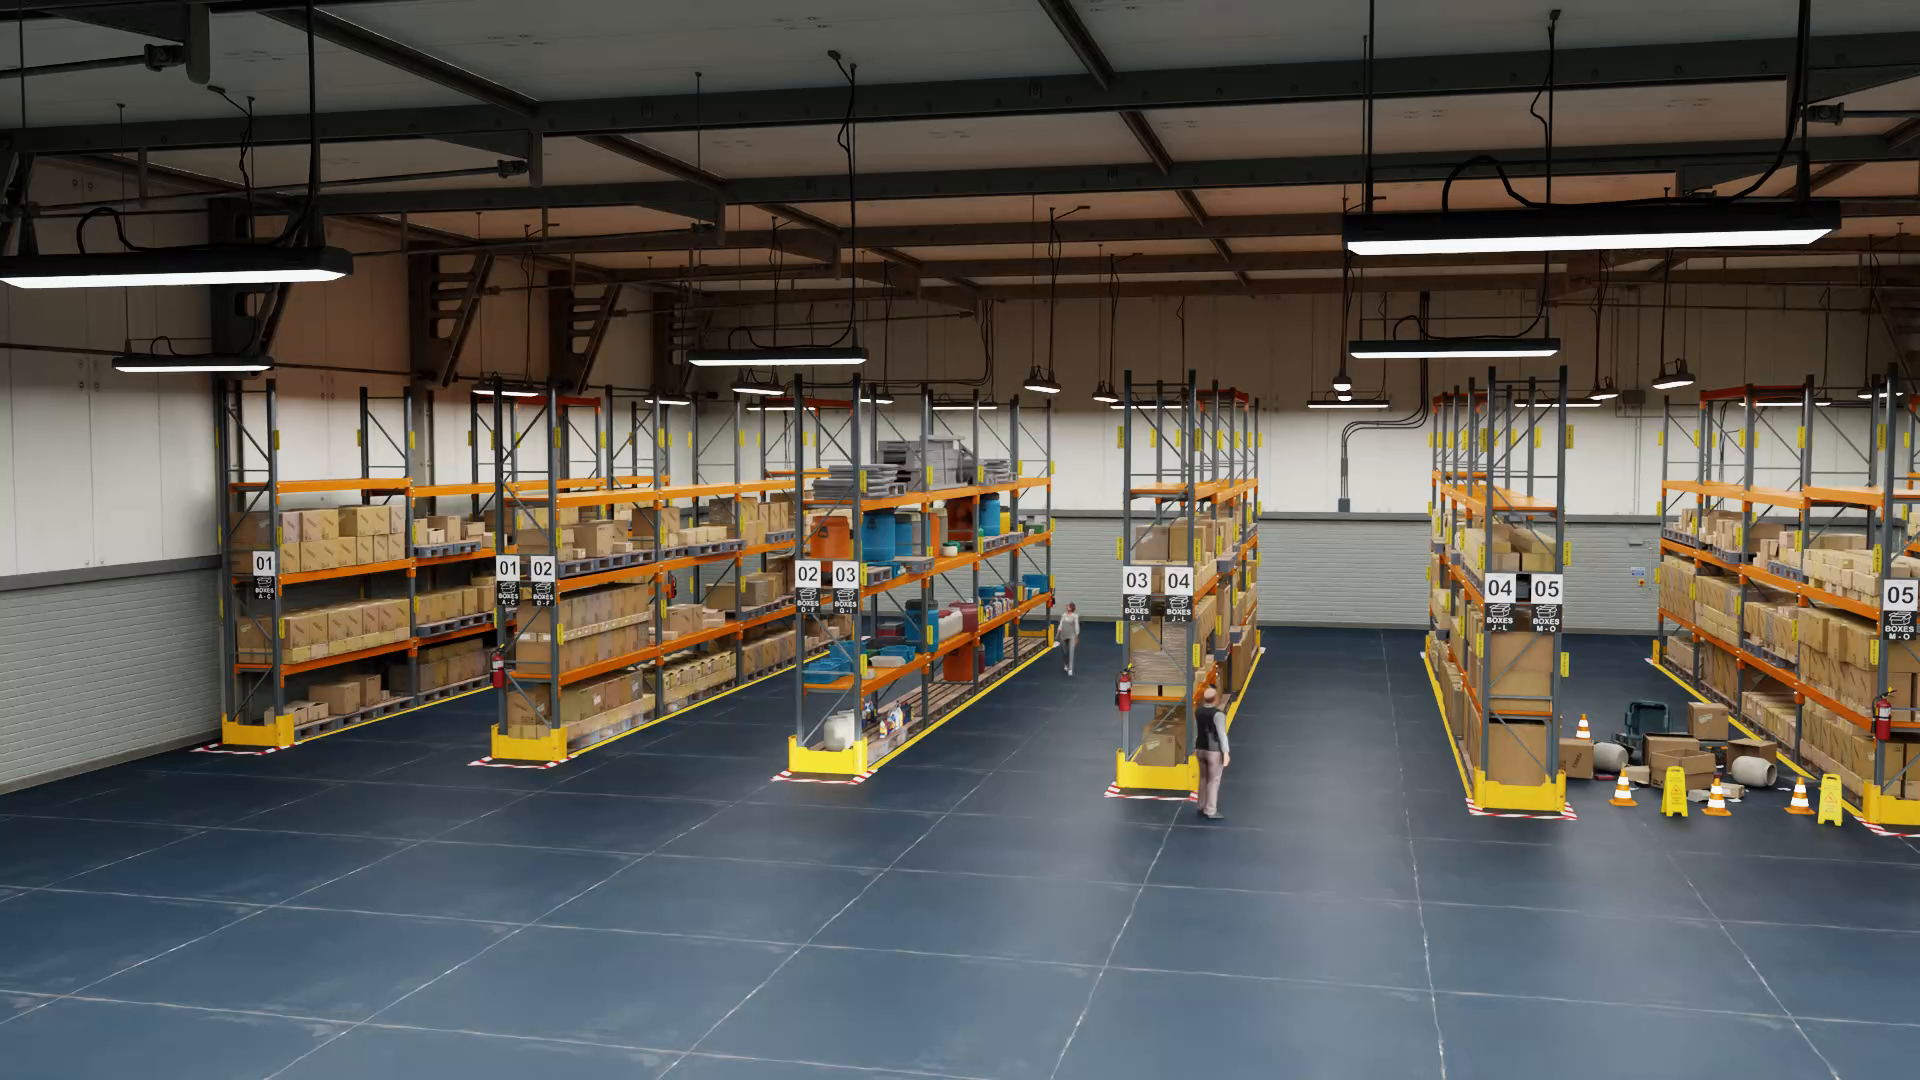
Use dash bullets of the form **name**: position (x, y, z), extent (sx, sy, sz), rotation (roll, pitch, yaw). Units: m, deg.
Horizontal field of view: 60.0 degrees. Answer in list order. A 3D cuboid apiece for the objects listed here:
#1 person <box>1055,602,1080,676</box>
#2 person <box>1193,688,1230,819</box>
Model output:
- **person**: position (2.300, 2.096, 35.512), extent (0.501, 1.534, 0.906), rotation (1, 3, 9)
- **person**: position (3.369, 2.840, 22.045), extent (0.430, 1.763, 0.588), rotation (-2, 4, -34)
